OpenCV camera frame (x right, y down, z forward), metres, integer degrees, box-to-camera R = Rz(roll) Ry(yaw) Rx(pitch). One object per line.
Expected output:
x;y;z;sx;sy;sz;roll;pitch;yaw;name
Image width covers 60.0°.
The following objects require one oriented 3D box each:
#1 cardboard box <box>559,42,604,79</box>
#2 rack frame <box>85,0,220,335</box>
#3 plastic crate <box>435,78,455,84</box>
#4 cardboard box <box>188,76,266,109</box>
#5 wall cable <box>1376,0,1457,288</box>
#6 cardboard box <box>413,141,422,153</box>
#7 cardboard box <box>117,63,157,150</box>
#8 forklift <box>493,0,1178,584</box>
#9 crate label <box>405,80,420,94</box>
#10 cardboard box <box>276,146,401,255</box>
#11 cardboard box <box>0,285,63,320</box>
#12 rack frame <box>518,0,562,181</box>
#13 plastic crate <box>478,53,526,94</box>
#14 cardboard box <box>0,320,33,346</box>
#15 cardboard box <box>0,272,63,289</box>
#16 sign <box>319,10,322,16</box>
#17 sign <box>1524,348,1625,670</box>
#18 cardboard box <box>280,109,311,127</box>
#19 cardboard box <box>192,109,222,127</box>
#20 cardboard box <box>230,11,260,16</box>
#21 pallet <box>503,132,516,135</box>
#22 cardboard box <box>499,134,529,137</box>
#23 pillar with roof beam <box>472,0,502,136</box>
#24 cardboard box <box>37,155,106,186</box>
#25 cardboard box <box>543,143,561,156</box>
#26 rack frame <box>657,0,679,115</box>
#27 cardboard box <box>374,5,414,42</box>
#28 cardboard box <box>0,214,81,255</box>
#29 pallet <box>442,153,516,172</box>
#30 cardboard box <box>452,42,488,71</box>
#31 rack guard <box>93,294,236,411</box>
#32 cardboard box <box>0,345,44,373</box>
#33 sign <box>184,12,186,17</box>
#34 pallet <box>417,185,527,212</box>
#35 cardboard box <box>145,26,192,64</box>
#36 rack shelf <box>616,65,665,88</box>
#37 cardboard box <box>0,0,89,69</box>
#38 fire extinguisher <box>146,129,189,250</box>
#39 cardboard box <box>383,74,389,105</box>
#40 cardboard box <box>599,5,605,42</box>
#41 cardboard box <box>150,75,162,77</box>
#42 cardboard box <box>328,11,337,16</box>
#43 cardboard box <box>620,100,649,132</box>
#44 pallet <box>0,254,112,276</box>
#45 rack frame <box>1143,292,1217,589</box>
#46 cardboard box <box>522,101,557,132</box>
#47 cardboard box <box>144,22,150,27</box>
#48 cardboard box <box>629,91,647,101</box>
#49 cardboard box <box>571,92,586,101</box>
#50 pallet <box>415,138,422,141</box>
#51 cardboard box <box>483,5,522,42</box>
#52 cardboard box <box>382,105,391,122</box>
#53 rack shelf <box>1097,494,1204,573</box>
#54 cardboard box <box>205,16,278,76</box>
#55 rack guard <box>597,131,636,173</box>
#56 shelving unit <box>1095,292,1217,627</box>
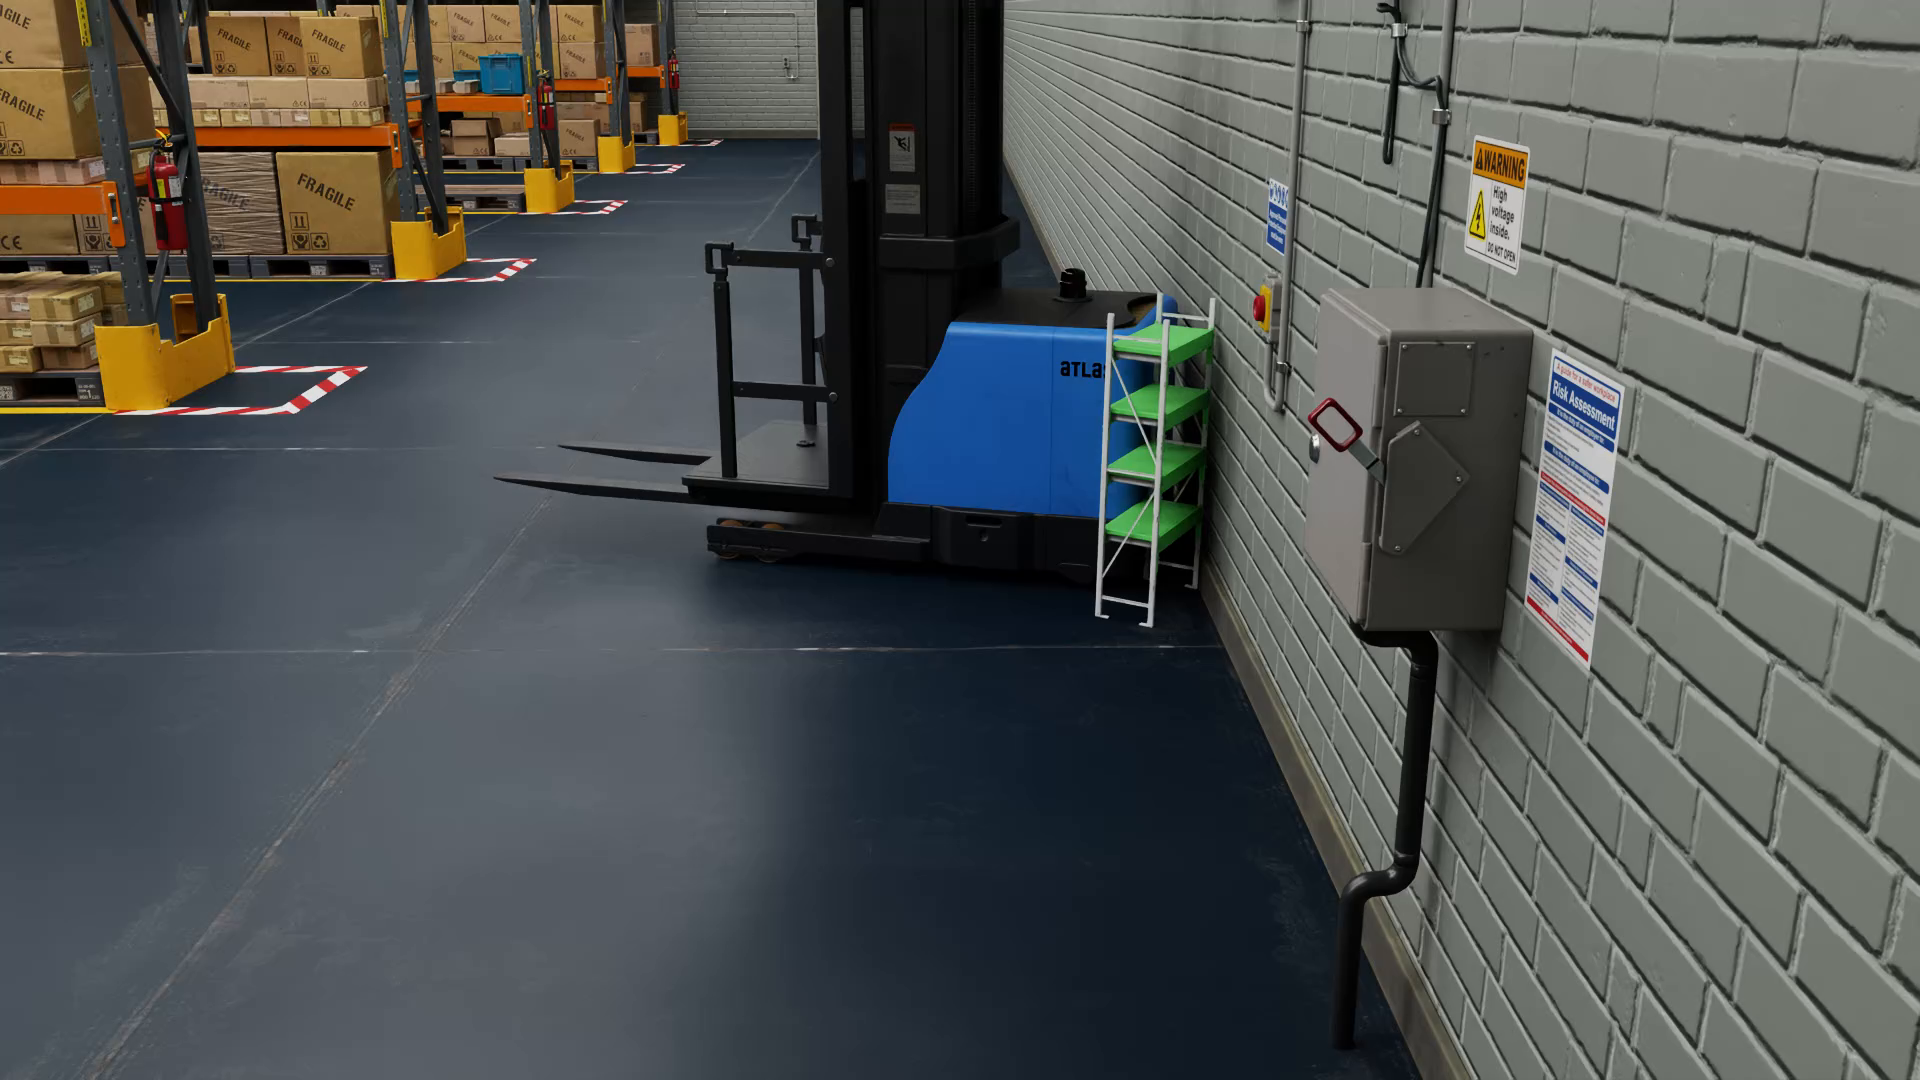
-5.424;-6.880;23.843;0.500;0.500;0.500;0;18;1;cardboard box
-4.851;-2.376;9.969;0.127;3.000;1.000;0;18;-1;rack frame
-6.158;-5.427;19.813;0.298;0.136;0.250;0;18;-1;plastic crate
-6.324;-3.874;14.395;0.500;0.250;0.500;-1;18;-3;cardboard box
1.000;-0.950;3.859;0.122;1.984;0.588;0;18;-1;wall cable
-8.041;-5.859;24.774;0.250;0.149;0.380;0;18;-1;cardboard box
-5.304;-2.648;10.165;0.500;0.500;0.500;1;18;2;cardboard box
-0.600;-1.446;7.183;3.031;2.935;1.130;5;18;15;forklift
-6.287;-5.242;19.237;0.243;0.136;0.396;0;18;-1;crate label
-5.467;-3.052;14.867;0.875;0.875;0.875;0;18;-1;cardboard box
-5.628;-1.438;10.051;0.250;0.149;0.380;0;18;0;cardboard box
-4.906;-5.404;19.409;0.127;3.000;1.000;0;18;-1;rack frame
-5.238;-5.391;19.211;0.499;0.435;0.616;0;18;-1;plastic crate
-5.636;-1.286;10.063;0.250;0.149;0.380;-1;18;-2;cardboard box
-5.908;-1.603;10.565;0.250;0.149;0.380;0;18;-1;cardboard box
-8.968;-7.280;23.359;0.005;0.325;0.100;0;18;-1;sign
1.068;-0.062;2.910;0.001;0.494;0.329;0;18;-1;sign
-5.691;-3.667;14.404;0.250;0.149;0.380;0;18;-1;cardboard box
-6.459;-3.663;14.391;0.250;0.149;0.380;0;18;-1;cardboard box
-12.066;-8.874;28.313;0.500;0.250;0.500;-1;18;-2;cardboard box
-8.300;-7.063;29.144;1.213;0.211;1.003;0;18;-1;pallet
-6.529;-5.897;24.724;0.500;0.250;0.500;0;18;-1;cardboard box
-8.308;-10.220;24.600;0.400;9.000;9.100;0;18;-1;pillar with roof beam
-5.172;-2.169;9.733;0.250;0.149;0.380;0;18;-1;cardboard box
-5.927;-5.725;24.327;0.250;0.166;0.380;0;18;-1;cardboard box
-5.062;-8.430;28.841;0.127;3.000;1.000;0;18;-1;rack frame
-7.989;-7.341;23.644;0.500;0.500;0.500;-1;18;-3;cardboard box
-8.166;-3.039;14.827;0.875;0.875;0.875;0;18;-1;cardboard box
-7.070;-5.580;24.521;1.213;0.211;1.003;0;18;-1;pallet
-6.946;-6.873;23.823;0.500;0.500;0.500;-1;18;-2;cardboard box
-4.927;-1.186;10.350;0.348;0.500;1.175;0;18;-1;rack guard
-5.629;-1.120;10.034;0.250;0.149;0.380;0;18;1;cardboard box
-13.043;-8.739;28.039;0.005;0.325;0.100;0;18;-1;sign
-5.731;-4.084;19.859;1.213;0.211;1.003;0;18;-1;pallet
-11.434;-7.110;23.874;0.500;0.500;0.700;3;18;10;cardboard box
-7.062;-8.078;28.921;4.000;0.370;1.077;0;18;-1;rack shelf
-5.304;-2.963;9.512;0.500;0.500;0.500;-1;18;-2;cardboard box
-4.592;-2.022;9.602;0.183;0.674;0.296;0;18;-1;fire extinguisher
-5.312;-4.042;14.920;0.500;0.250;0.500;-1;18;-2;cardboard box
-5.428;-7.519;24.201;0.500;0.500;0.500;0;18;1;cardboard box
-7.362;-4.031;14.885;0.500;0.250;0.500;0;18;0;cardboard box
-10.546;-8.884;28.346;0.500;0.250;0.500;0;18;0;cardboard box
-5.761;-7.406;29.053;0.500;0.500;0.700;0;18;-1;cardboard box
-8.066;-2.524;14.996;1.213;0.211;1.003;0;18;-1;pallet
0.879;-0.387;6.691;0.240;1.200;0.015;11;21;26;rack frame
-7.297;-7.396;29.022;0.500;0.500;0.700;0;18;0;cardboard box
-14.090;-8.632;28.587;0.500;0.500;0.700;-2;18;-6;cardboard box
-5.639;-7.776;29.146;0.250;0.149;0.380;0;18;0;cardboard box
-6.650;-7.771;29.130;0.250;0.149;0.380;0;18;0;cardboard box
-9.832;-7.056;29.123;1.213;0.211;1.003;0;18;-1;pallet
-6.445;-7.348;23.667;0.500;0.500;0.500;0;18;1;cardboard box
-5.188;-3.871;15.040;0.250;0.149;0.380;0;18;0;cardboard box
0.759;-0.031;6.586;0.258;0.148;0.480;11;21;26;rack shelf
-6.330;-4.392;14.785;0.500;0.500;0.500;-1;18;-2;cardboard box
-5.057;-5.727;24.505;0.348;0.500;1.175;0;18;-1;rack guard
0.763;-0.319;6.487;0.258;1.200;0.503;11;21;26;shelving unit
